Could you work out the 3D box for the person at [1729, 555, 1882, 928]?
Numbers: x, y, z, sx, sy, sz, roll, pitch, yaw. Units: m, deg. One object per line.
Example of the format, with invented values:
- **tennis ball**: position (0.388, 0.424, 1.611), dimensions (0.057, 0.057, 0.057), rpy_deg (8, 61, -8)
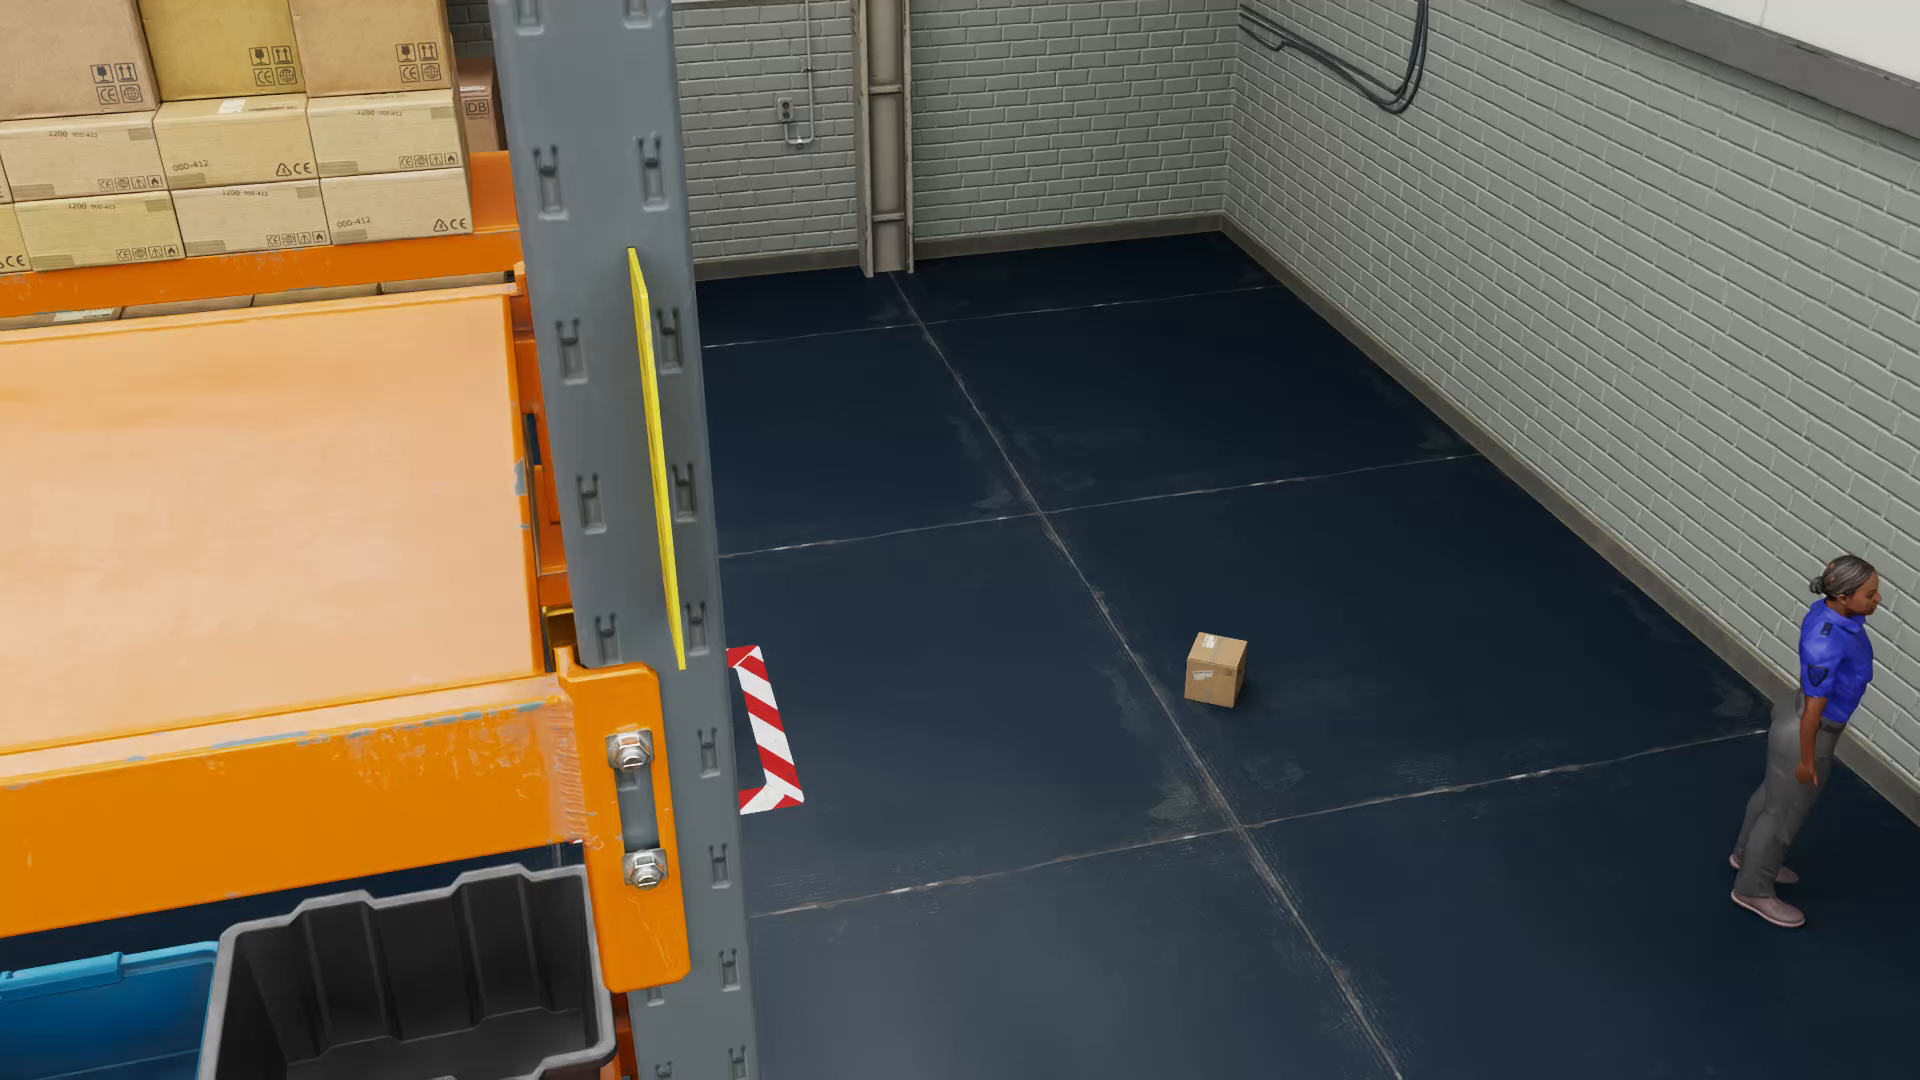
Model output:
- **person**: position (3.473, 0.810, 6.781), dimensions (0.341, 1.683, 0.433), rpy_deg (15, 33, 23)
